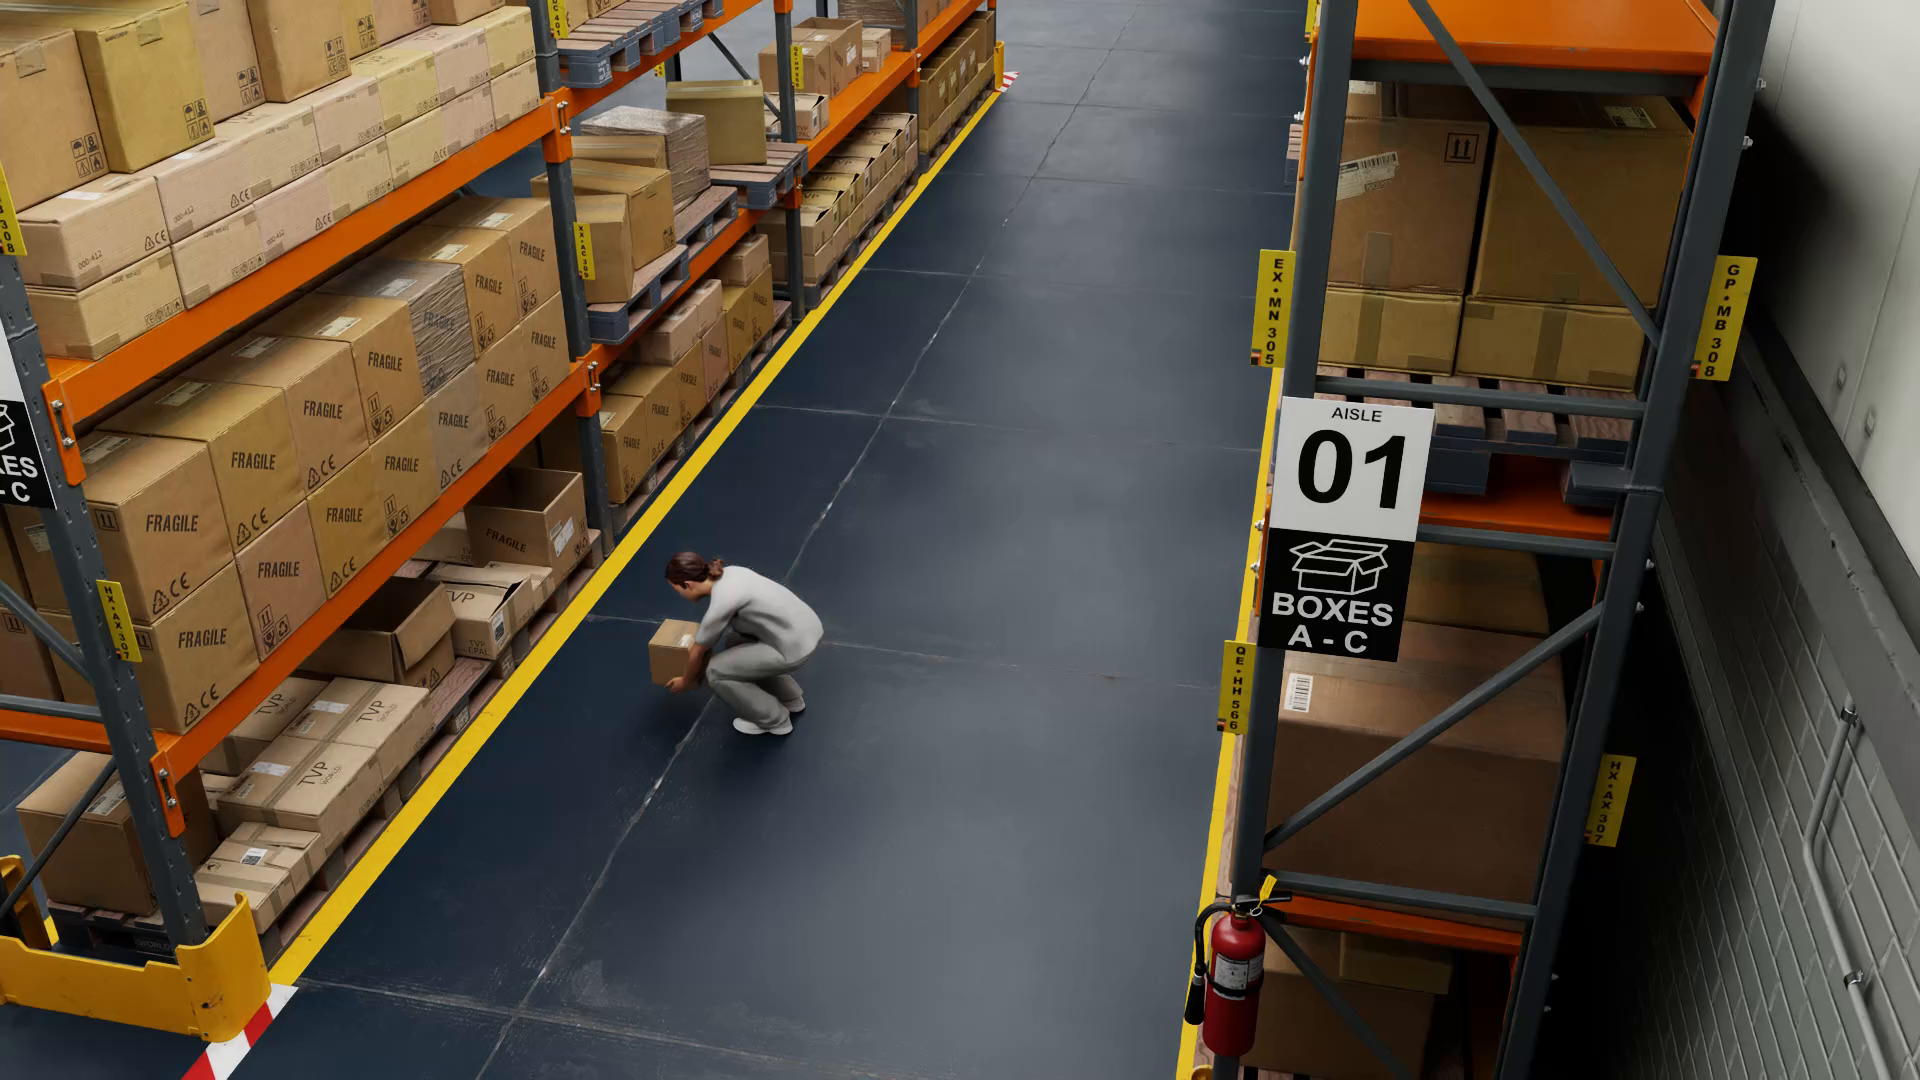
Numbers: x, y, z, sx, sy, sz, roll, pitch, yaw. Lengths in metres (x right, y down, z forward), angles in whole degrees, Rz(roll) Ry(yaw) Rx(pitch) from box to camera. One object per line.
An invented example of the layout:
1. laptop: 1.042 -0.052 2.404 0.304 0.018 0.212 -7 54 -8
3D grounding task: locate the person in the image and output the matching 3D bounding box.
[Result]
1. person: -1.097 0.502 8.433 0.790 0.977 0.484 6 29 10
